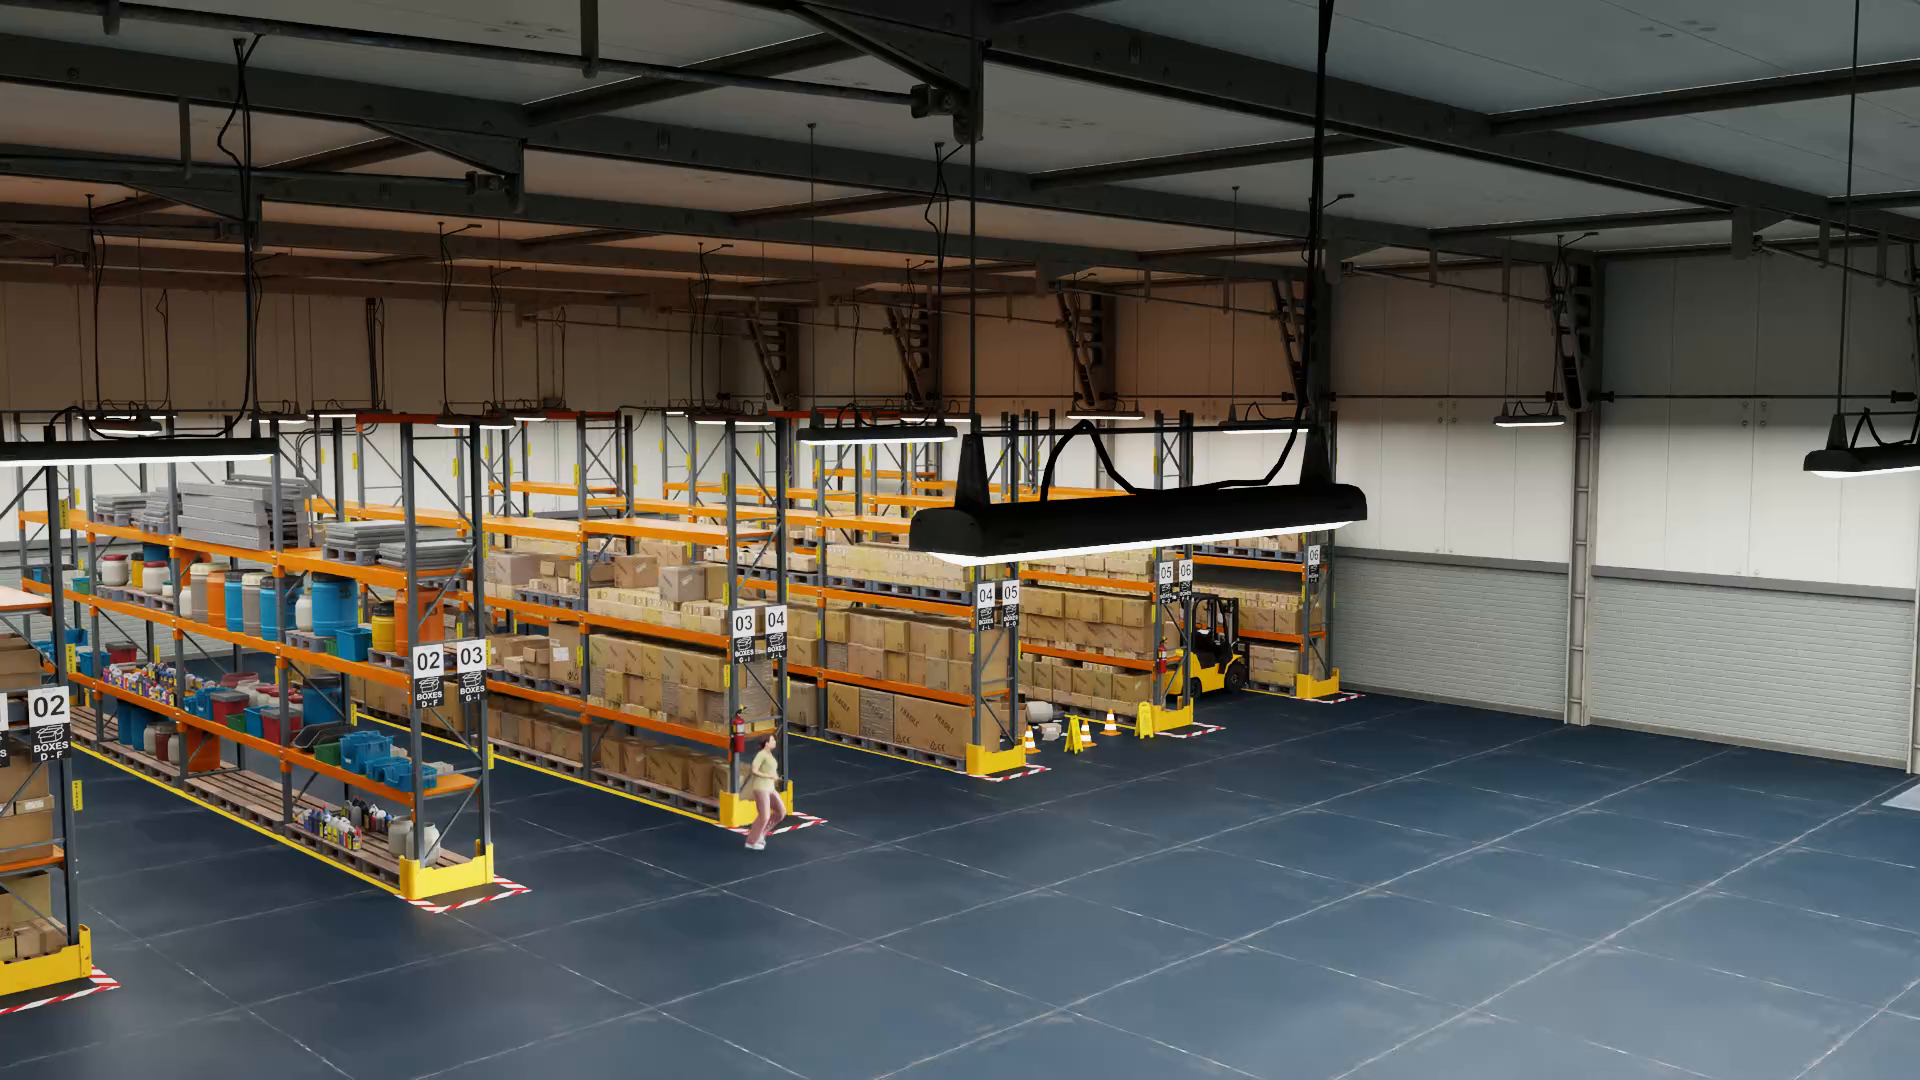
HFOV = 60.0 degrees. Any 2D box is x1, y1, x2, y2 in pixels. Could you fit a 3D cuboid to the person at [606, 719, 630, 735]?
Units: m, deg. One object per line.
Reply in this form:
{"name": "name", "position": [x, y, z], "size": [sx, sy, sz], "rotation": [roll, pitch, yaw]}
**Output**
{"name": "person", "position": [-6.242, 2.785, 30.901], "size": [0.735, 1.756, 0.727], "rotation": [4, 6, 39]}

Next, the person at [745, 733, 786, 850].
{"name": "person", "position": [-2.693, 3.500, 23.336], "size": [0.524, 1.604, 0.587], "rotation": [2, 5, 21]}

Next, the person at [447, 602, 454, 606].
{"name": "person", "position": [-11.688, 2.237, 38.070], "size": [0.631, 1.654, 0.876], "rotation": [-2, 5, -17]}
